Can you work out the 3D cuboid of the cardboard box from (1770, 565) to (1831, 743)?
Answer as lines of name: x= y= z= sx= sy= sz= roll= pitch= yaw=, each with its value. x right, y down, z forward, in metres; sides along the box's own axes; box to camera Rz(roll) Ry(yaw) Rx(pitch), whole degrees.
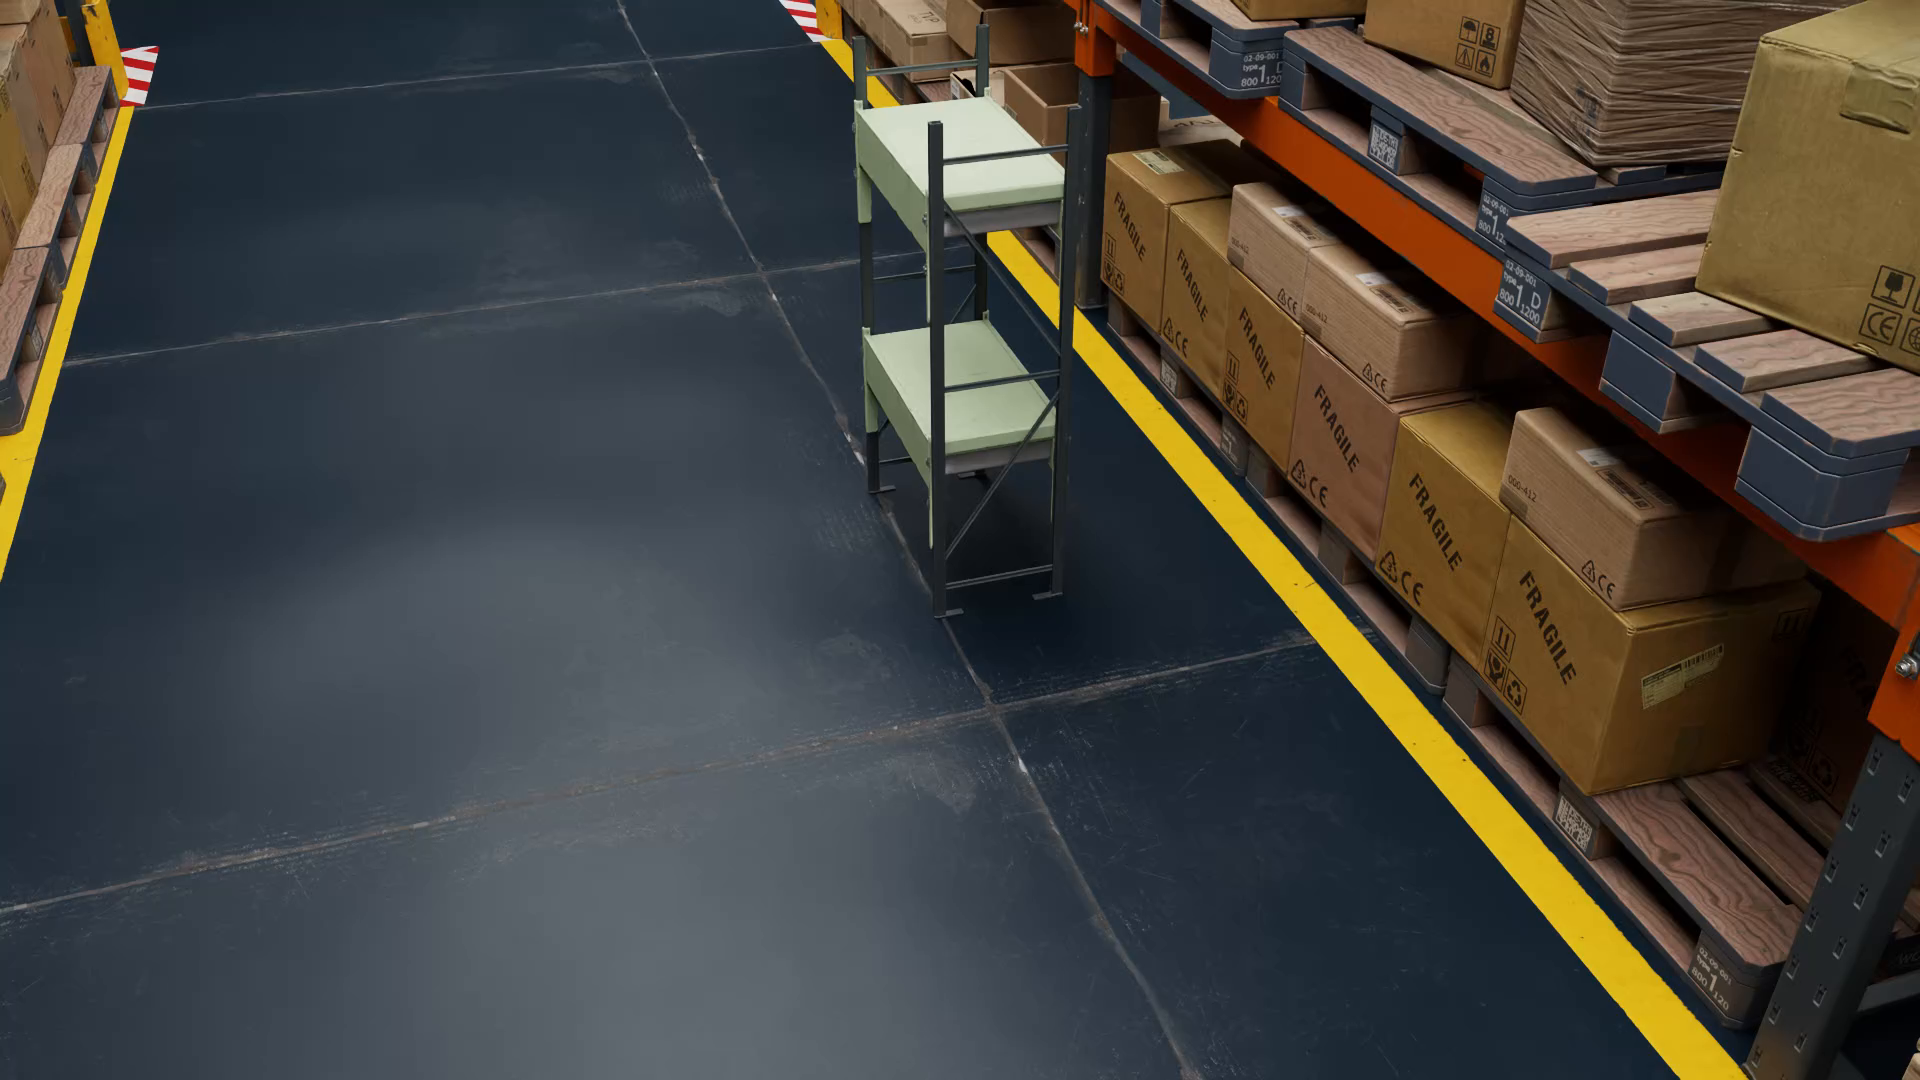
cardboard box: x=2.127 y=0.123 z=4.211 sx=0.500 sy=0.500 sz=0.500 roll=-11 pitch=35 yaw=-16

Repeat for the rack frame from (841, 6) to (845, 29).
rack frame: x=-0.281 y=-4.376 z=9.151 sx=1.000 sy=3.000 sz=0.127 roll=-10 pitch=35 yaw=-15

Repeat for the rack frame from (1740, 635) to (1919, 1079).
rack frame: x=2.159 y=-0.175 z=2.795 sx=1.000 sy=3.000 sz=0.127 roll=-10 pitch=35 yaw=-15

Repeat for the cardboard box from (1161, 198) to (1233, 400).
cardboard box: x=1.028 y=-0.843 z=5.673 sx=0.500 sy=0.500 sz=0.500 roll=-10 pitch=35 yaw=-14

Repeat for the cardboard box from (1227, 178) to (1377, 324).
cardboard box: x=1.159 y=-0.909 z=5.093 sx=0.500 sy=0.250 sz=0.500 roll=-10 pitch=35 yaw=-15

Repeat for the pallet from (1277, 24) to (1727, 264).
pallet: x=1.561 y=-1.116 z=4.392 sx=1.003 sy=0.211 sz=1.213 roll=-10 pitch=35 yaw=-15

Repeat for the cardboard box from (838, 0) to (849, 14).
cardboard box: x=-0.481 y=-3.092 z=9.396 sx=0.380 sy=0.149 sz=0.250 roll=-10 pitch=35 yaw=-15

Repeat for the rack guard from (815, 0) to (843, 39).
rack guard: x=-0.258 y=-3.293 z=9.780 sx=1.175 sy=0.500 sz=0.348 roll=-10 pitch=35 yaw=-15

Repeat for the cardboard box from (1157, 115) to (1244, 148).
cardboard box: x=1.017 y=-1.594 z=6.981 sx=0.500 sy=0.311 sz=0.500 roll=-10 pitch=35 yaw=-15

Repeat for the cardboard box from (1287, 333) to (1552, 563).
cardboard box: x=1.327 y=-0.314 z=4.873 sx=0.500 sy=0.500 sz=0.500 roll=-11 pitch=35 yaw=-17

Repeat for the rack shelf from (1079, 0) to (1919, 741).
rack shelf: x=1.549 y=-0.925 z=4.582 sx=1.077 sy=0.370 sz=4.000 roll=-10 pitch=35 yaw=-15

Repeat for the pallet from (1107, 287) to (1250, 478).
pallet: x=1.223 y=-0.691 z=6.105 sx=1.003 sy=0.211 sz=1.213 roll=-10 pitch=35 yaw=-15

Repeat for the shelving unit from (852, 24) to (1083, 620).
shelving unit: x=0.002 y=-0.622 z=4.831 sx=0.431 sy=1.500 sz=0.755 roll=-10 pitch=35 yaw=-15

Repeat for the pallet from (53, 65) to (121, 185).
pallet: x=-4.679 y=-1.971 z=8.041 sx=1.003 sy=0.211 sz=1.213 roll=-10 pitch=35 yaw=-15

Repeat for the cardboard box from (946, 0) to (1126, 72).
cardboard box: x=0.361 y=-2.403 z=8.031 sx=0.797 sy=0.503 sz=0.637 roll=-10 pitch=35 yaw=-15

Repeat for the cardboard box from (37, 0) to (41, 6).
cardboard box: x=-4.476 y=-2.556 z=7.696 sx=0.380 sy=0.149 sz=0.250 roll=-10 pitch=35 yaw=-15

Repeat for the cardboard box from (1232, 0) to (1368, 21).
cardboard box: x=1.140 y=-1.856 z=4.866 sx=0.700 sy=0.500 sz=0.500 roll=-5 pitch=34 yaw=-7

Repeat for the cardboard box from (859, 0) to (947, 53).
cardboard box: x=-0.233 y=-2.816 z=8.886 sx=0.500 sy=0.250 sz=0.500 roll=-10 pitch=35 yaw=-15

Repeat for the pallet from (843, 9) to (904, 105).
pallet: x=-0.014 y=-2.754 z=9.226 sx=1.003 sy=0.211 sz=1.213 roll=-10 pitch=35 yaw=-15

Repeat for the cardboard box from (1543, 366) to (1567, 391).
cardboard box: x=1.815 y=-0.414 z=5.025 sx=0.500 sy=0.500 sz=0.500 roll=-11 pitch=35 yaw=-16

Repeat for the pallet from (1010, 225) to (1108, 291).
pallet: x=0.730 y=-1.473 z=7.288 sx=1.003 sy=0.211 sz=1.213 roll=-10 pitch=35 yaw=-15

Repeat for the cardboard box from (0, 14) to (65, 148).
cardboard box: x=-4.536 y=-2.060 z=7.532 sx=0.700 sy=0.500 sz=0.500 roll=-10 pitch=35 yaw=-15

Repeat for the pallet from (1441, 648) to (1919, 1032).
pallet: x=1.967 y=0.590 z=4.166 sx=1.003 sy=0.211 sz=1.213 roll=-10 pitch=35 yaw=-15

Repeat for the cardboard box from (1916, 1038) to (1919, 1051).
cardboard box: x=2.039 y=0.887 z=2.791 sx=0.500 sy=0.311 sz=0.500 roll=-9 pitch=34 yaw=-13

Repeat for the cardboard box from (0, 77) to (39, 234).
cardboard box: x=-4.213 y=-1.517 z=6.711 sx=0.700 sy=0.500 sz=0.500 roll=-9 pitch=35 yaw=-14

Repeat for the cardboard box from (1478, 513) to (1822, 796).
cardboard box: x=1.650 y=0.232 z=4.046 sx=0.500 sy=0.500 sz=0.500 roll=-9 pitch=34 yaw=-13

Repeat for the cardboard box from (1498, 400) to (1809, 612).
cardboard box: x=1.629 y=-0.109 z=3.883 sx=0.500 sy=0.250 sz=0.500 roll=-9 pitch=34 yaw=-13

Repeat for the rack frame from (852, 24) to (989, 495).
rack frame: x=-0.110 y=-0.814 z=5.122 sx=0.400 sy=1.500 sz=0.023 roll=-10 pitch=35 yaw=-15

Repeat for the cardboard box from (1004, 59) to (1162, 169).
cardboard box: x=0.495 y=-1.668 z=6.921 sx=0.500 sy=0.500 sz=0.500 roll=-10 pitch=35 yaw=-15

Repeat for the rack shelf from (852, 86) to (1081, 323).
rack shelf: x=0.002 y=-0.948 z=4.616 sx=0.431 sy=0.370 sz=0.720 roll=-10 pitch=35 yaw=-15

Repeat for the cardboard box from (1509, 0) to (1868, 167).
cardboard box: x=1.762 y=-1.216 z=3.898 sx=0.700 sy=0.500 sz=0.500 roll=-4 pitch=34 yaw=-6

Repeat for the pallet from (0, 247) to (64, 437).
pallet: x=-3.935 y=-0.690 z=6.102 sx=1.003 sy=0.211 sz=1.213 roll=-10 pitch=35 yaw=-15
